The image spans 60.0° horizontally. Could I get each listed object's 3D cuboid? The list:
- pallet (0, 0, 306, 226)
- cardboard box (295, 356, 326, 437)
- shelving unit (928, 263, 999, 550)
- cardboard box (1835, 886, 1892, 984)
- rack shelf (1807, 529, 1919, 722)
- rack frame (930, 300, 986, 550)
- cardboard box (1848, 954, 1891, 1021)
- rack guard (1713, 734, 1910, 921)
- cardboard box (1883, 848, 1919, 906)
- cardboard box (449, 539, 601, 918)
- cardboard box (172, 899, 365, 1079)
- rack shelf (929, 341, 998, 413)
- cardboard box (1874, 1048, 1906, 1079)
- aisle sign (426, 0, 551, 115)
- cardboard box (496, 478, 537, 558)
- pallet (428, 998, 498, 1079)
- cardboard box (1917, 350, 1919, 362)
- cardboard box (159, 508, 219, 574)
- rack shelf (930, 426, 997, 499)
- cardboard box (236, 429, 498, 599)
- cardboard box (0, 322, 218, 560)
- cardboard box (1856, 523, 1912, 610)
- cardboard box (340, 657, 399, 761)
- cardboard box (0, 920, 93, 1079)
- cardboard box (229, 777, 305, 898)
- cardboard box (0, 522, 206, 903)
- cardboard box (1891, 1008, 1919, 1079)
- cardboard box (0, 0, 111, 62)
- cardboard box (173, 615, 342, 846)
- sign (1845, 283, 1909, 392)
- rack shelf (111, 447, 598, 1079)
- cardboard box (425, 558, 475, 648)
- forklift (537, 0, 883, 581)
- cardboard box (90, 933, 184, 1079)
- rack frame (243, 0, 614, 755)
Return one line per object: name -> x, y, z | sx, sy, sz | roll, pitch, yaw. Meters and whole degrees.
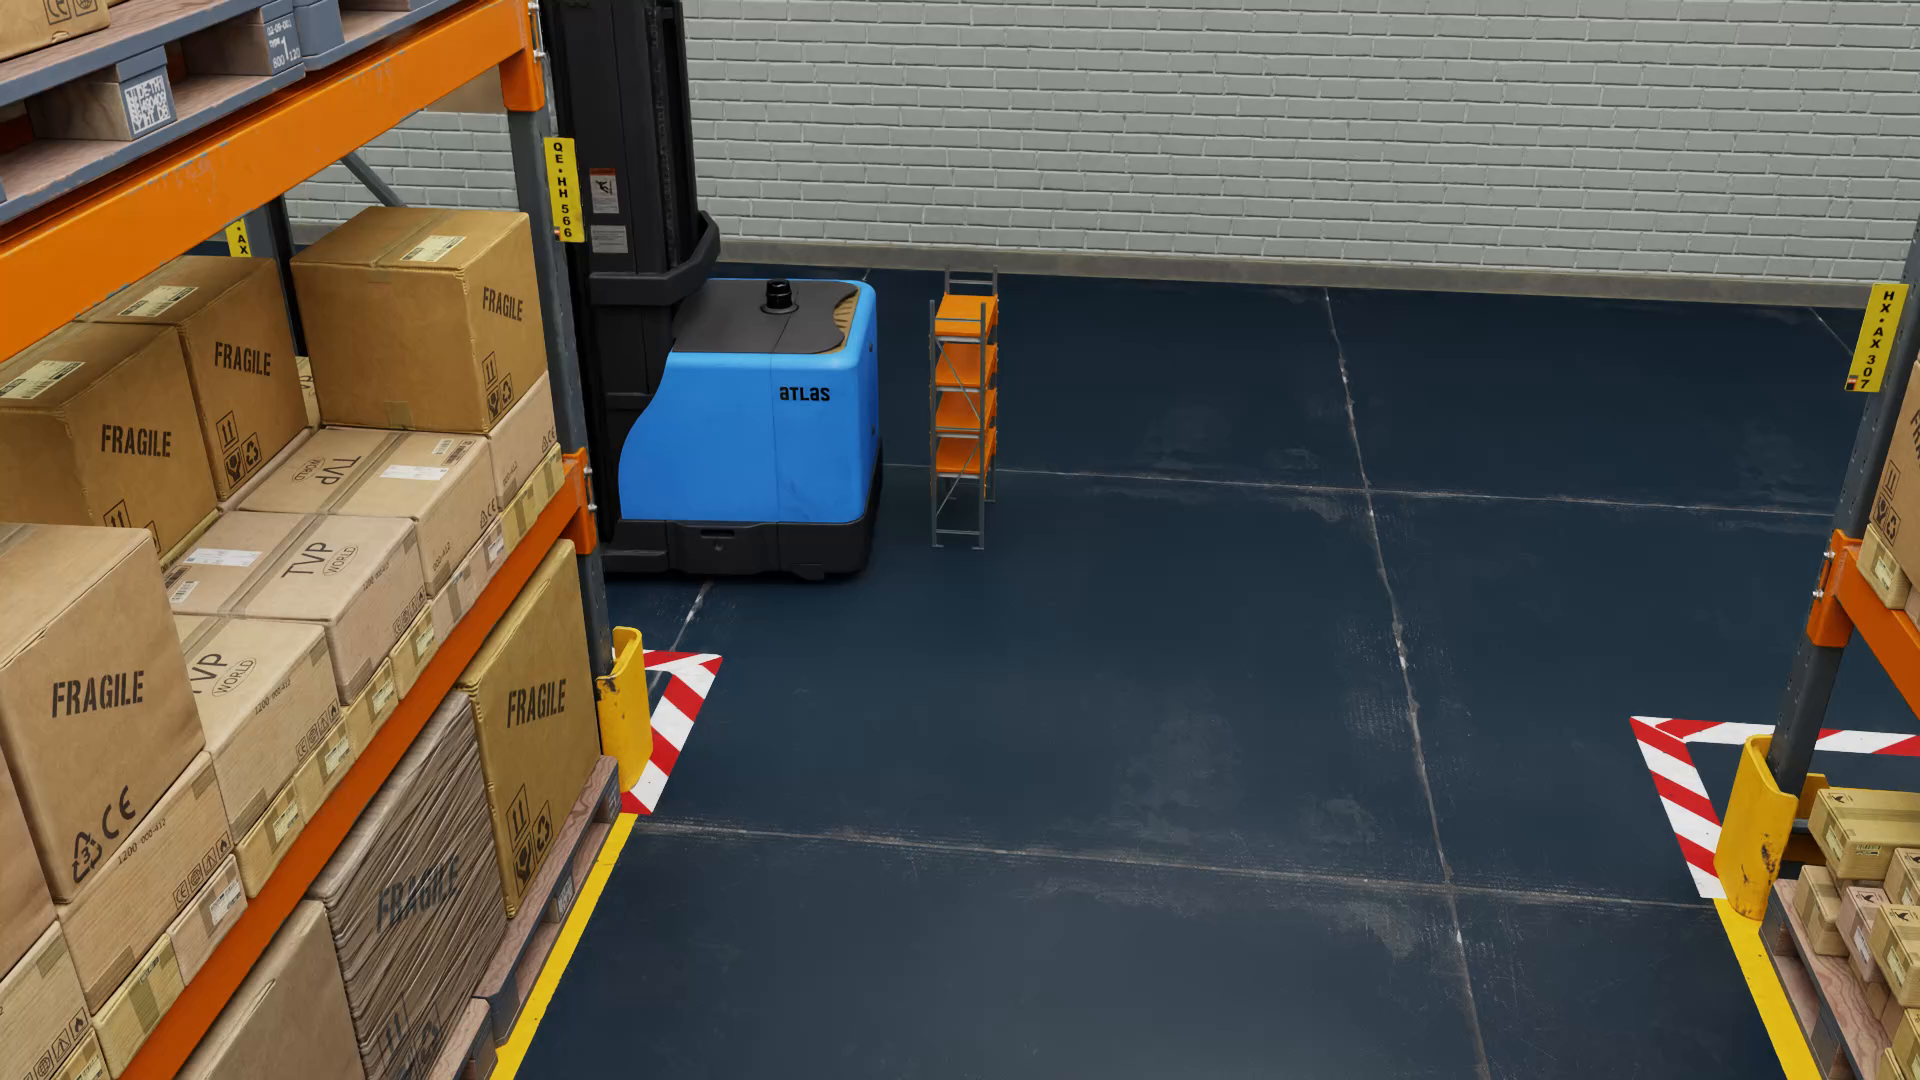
pallet -> -1.983, -0.854, 3.103 | 1.003, 0.211, 1.213 | 3, 28, 6
cardboard box -> -2.082, -0.352, 5.086 | 0.500, 0.250, 0.500 | 3, 28, 5
shelving unit -> 0.020, -0.606, 7.610 | 0.258, 1.200, 0.503 | 3, 28, 6
cardboard box -> 2.746, 1.135, 4.731 | 0.380, 0.149, 0.250 | 3, 28, 6
rack shelf -> 2.910, 1.096, 3.311 | 1.077, 0.370, 4.000 | 3, 28, 6
rack frame -> -0.010, -0.491, 7.397 | 0.240, 1.200, 0.015 | 3, 28, 6
cardboard box -> 2.822, 1.264, 4.804 | 0.380, 0.149, 0.250 | 3, 28, 6
rack guard -> 3.145, 0.974, 5.414 | 1.175, 0.500, 0.348 | 3, 28, 6
cardboard box -> 2.839, 1.010, 4.648 | 0.380, 0.149, 0.250 | 4, 29, 7
cardboard box -> -1.755, 0.559, 5.348 | 0.875, 0.875, 0.875 | 3, 28, 6
cardboard box -> -1.975, 1.406, 3.775 | 0.875, 0.875, 0.875 | 3, 28, 6
rack shelf -> 0.020, -0.744, 7.536 | 0.258, 0.148, 0.480 | 3, 28, 6
cardboard box -> 2.658, 1.496, 4.374 | 0.380, 0.149, 0.250 | 4, 29, 7
aisle sign -> -1.449, -1.659, 4.925 | 0.394, 0.787, 0.004 | 3, 28, 6
cardboard box -> -1.503, -0.078, 4.997 | 0.380, 0.149, 0.250 | 4, 29, 7
pallet -> -1.928, 1.683, 4.403 | 1.003, 0.211, 1.213 | 3, 28, 6
cardboard box -> 2.836, -0.581, 4.193 | 0.500, 0.500, 0.500 | 3, 28, 6
cardboard box -> -2.205, 0.129, 4.192 | 0.500, 0.250, 0.500 | 2, 28, 4
rack shelf -> 0.020, -0.372, 7.736 | 0.258, 0.148, 0.480 | 3, 28, 6
cardboard box -> -1.614, -0.080, 4.581 | 0.500, 0.250, 0.500 | 3, 28, 5
cardboard box -> -2.201, -0.203, 4.018 | 0.500, 0.500, 0.500 | 3, 28, 5
cardboard box -> 2.790, 0.082, 4.700 | 0.380, 0.149, 0.250 | 3, 28, 6
cardboard box -> -1.627, 0.403, 4.105 | 0.380, 0.149, 0.250 | 3, 29, 6
cardboard box -> -1.862, 0.880, 2.798 | 0.500, 0.250, 0.500 | 3, 28, 6
cardboard box -> -1.690, 0.642, 3.661 | 0.380, 0.149, 0.250 | 3, 28, 5
cardboard box -> -1.806, 0.303, 3.079 | 0.500, 0.500, 0.500 | 2, 28, 5
cardboard box -> 2.665, 1.369, 4.295 | 0.380, 0.149, 0.250 | 4, 29, 8
cardboard box -> -1.934, -1.071, 2.759 | 0.700, 0.500, 0.500 | 5, 29, 8
cardboard box -> -1.736, 0.405, 3.681 | 0.500, 0.250, 0.500 | 3, 29, 6
sign -> 2.616, -0.575, 4.741 | 0.100, 0.325, 0.005 | 3, 28, 6
rack shelf -> -2.001, 0.760, 3.934 | 1.077, 0.370, 4.000 | 3, 28, 6
cardboard box -> -1.566, 0.158, 4.559 | 0.380, 0.149, 0.250 | 4, 29, 7
forklift -> -1.909, -1.358, 7.181 | 3.031, 2.935, 1.130 | 1, 28, 2
cardboard box -> -1.754, 0.884, 3.212 | 0.380, 0.149, 0.250 | 3, 28, 5
rack frame -> -1.756, -0.498, 5.511 | 1.000, 3.000, 0.127 | 3, 28, 6
